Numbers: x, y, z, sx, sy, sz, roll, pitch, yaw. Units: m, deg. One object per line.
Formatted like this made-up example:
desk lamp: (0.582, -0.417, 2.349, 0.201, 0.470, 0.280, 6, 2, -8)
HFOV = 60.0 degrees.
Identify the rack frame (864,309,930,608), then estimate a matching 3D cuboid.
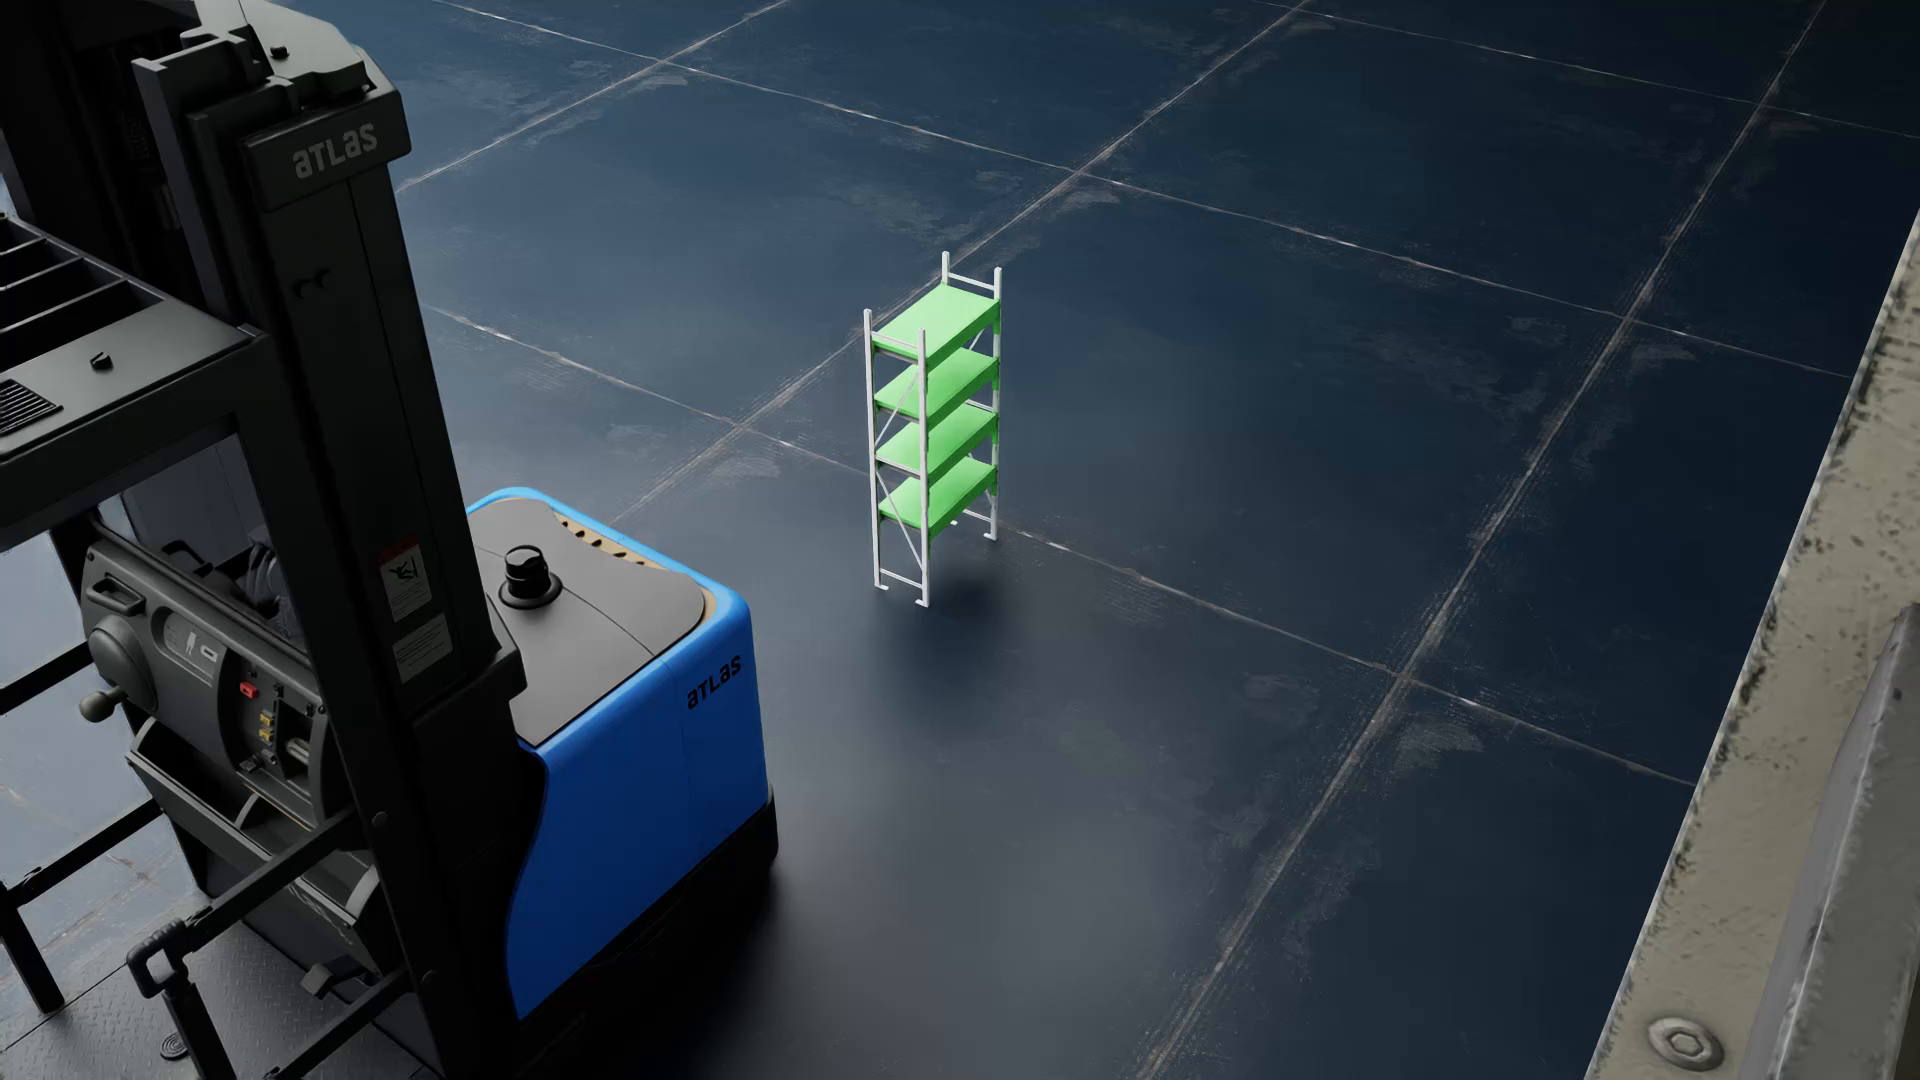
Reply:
rack frame: (-0.219, -0.264, 5.937, 0.240, 1.200, 0.015, 21, 42, 25)

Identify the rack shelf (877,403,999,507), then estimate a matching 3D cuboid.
rack shelf: (-0.089, -0.339, 6.139, 0.258, 0.148, 0.480, 21, 42, 25)

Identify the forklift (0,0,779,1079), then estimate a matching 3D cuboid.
forklift: (-1.849, 0.400, 3.657, 1.130, 2.935, 3.031, 24, 44, 28)

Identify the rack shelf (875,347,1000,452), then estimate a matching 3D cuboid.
rack shelf: (-0.089, -0.529, 5.993, 0.258, 0.148, 0.480, 21, 42, 25)

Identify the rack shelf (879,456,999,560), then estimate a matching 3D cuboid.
rack shelf: (-0.089, -0.149, 6.286, 0.258, 0.148, 0.480, 21, 42, 25)

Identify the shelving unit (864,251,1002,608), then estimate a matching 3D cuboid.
shelving unit: (-0.089, -0.390, 6.100, 0.258, 1.200, 0.503, 21, 42, 25)

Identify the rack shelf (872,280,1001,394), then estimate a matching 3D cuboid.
rack shelf: (-0.089, -0.719, 5.846, 0.258, 0.148, 0.480, 21, 42, 25)

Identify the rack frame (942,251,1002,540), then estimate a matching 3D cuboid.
rack frame: (0.042, -0.516, 6.264, 0.240, 1.200, 0.015, 21, 42, 25)
